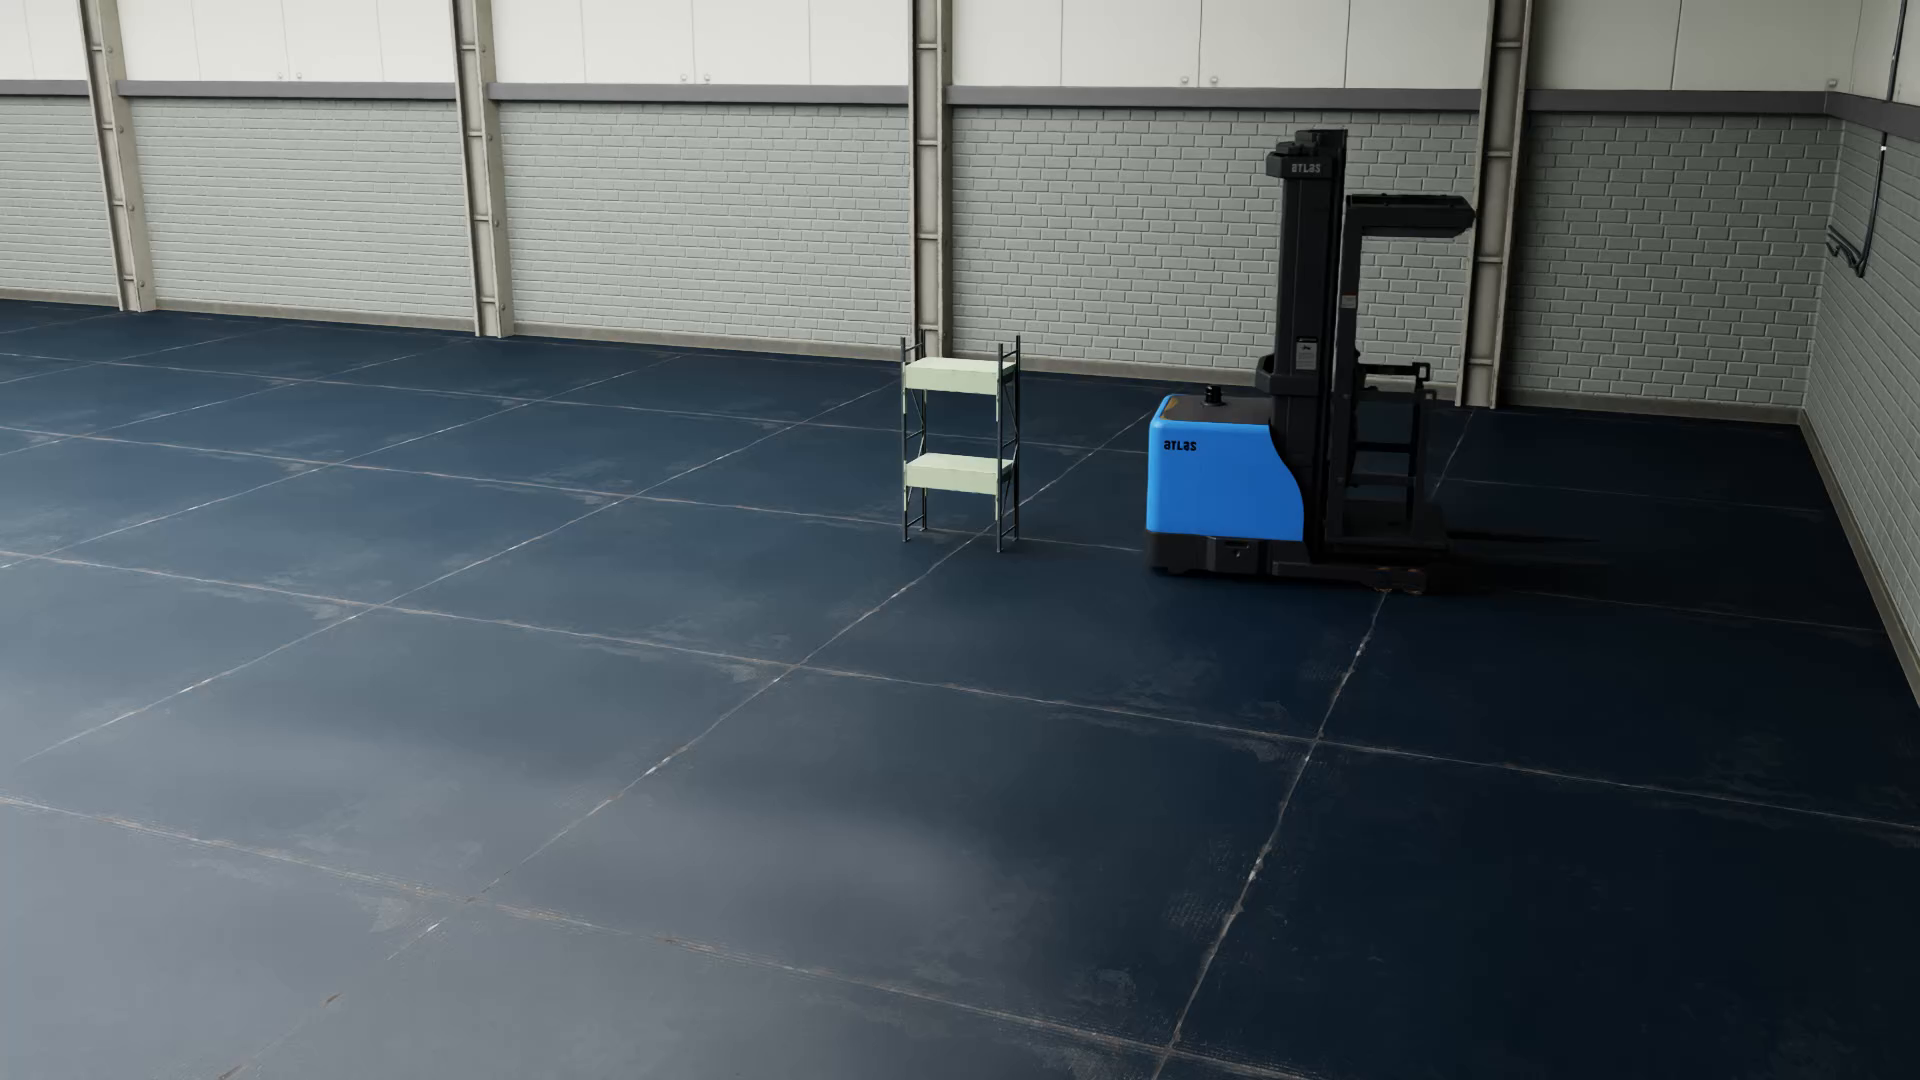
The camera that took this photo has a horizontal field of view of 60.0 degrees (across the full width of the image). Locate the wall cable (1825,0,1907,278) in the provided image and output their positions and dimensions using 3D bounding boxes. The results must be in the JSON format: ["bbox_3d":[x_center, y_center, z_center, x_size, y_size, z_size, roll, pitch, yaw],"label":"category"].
[{"bbox_3d":[7.513,-3.565,13.883,0.112,2.526,3.097,6,17,21],"label":"wall cable"}]

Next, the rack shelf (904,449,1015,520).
[{"bbox_3d":[0.006,-0.406,12.053,0.720,0.370,0.431,6,17,21],"label":"rack shelf"}]

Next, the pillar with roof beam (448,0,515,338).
[{"bbox_3d":[-7.485,-5.812,16.052,0.400,9.000,9.100,6,17,21],"label":"pillar with roof beam"}]

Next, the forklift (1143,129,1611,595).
[{"bbox_3d":[2.827,-1.211,11.088,3.031,2.935,1.130,4,17,12],"label":"forklift"}]

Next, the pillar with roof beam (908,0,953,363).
[{"bbox_3d":[-1.903,-5.198,13.938,0.400,9.000,9.100,6,17,21],"label":"pillar with roof beam"}]

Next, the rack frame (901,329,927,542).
[{"bbox_3d":[-0.334,-0.757,12.091,0.023,1.500,0.400,6,17,21],"label":"rack frame"}]

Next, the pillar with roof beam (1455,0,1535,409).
[{"bbox_3d":[3.678,-4.584,11.823,0.400,9.000,9.100,6,17,21],"label":"pillar with roof beam"}]

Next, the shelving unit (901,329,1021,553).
[{"bbox_3d":[0.006,-0.720,11.962,0.755,1.500,0.431,6,17,21],"label":"shelving unit"}]

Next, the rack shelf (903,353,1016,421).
[{"bbox_3d":[0.006,-1.094,11.853,0.720,0.370,0.431,6,17,21],"label":"rack shelf"}]

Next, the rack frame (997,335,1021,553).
[{"bbox_3d":[0.347,-0.682,11.833,0.023,1.500,0.400,6,17,21],"label":"rack frame"}]

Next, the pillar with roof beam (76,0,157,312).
[{"bbox_3d":[-13.066,-6.425,18.166,0.400,9.000,9.100,6,17,21],"label":"pillar with roof beam"}]
